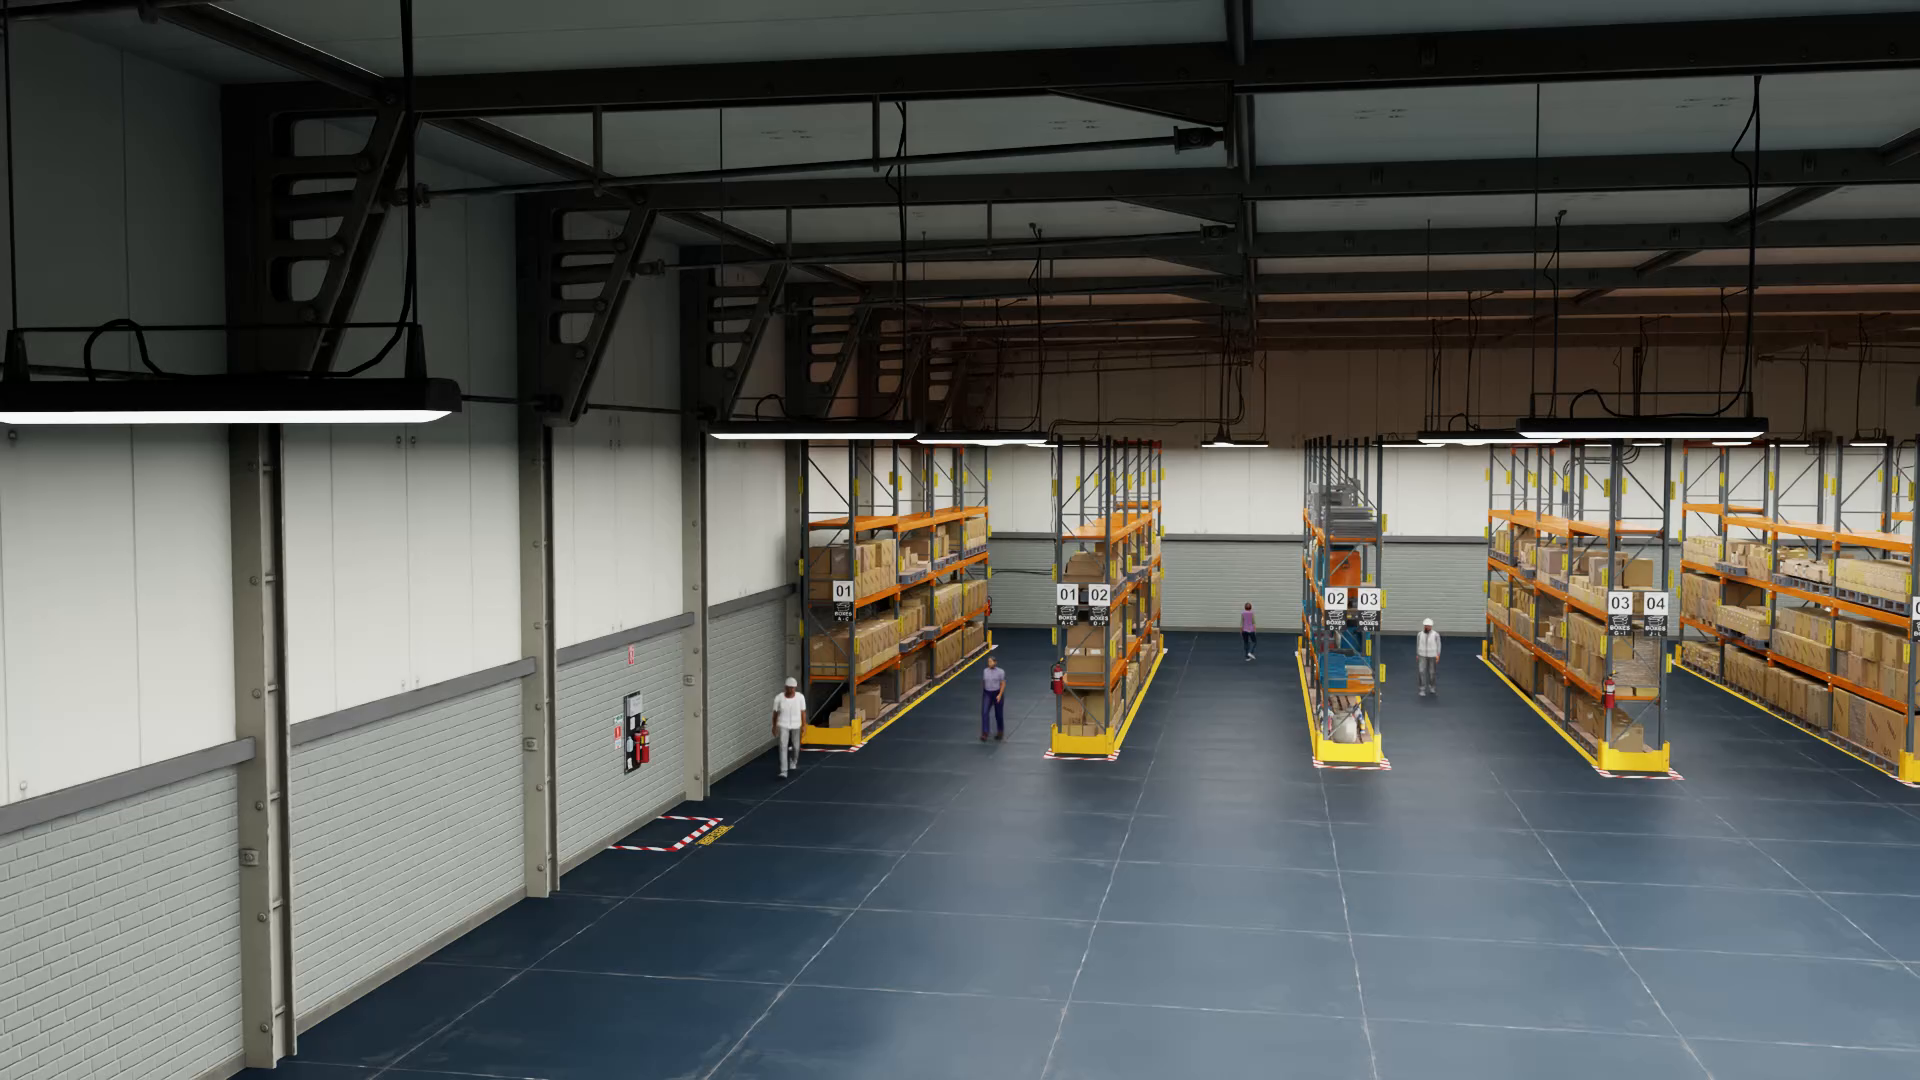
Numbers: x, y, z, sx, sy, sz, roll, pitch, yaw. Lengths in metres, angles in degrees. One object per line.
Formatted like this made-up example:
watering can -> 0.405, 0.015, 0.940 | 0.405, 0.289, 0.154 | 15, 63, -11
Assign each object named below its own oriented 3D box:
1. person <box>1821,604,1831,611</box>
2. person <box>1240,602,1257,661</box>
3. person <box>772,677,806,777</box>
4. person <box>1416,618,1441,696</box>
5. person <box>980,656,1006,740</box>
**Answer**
person -> 23.845, 2.427, 45.771 | 0.949, 1.618, 0.501 | 0, 3, -6
person -> 7.811, 2.491, 45.078 | 0.459, 1.595, 0.460 | 1, 3, 21
person -> -3.007, 3.281, 29.283 | 0.578, 1.741, 0.892 | -1, 3, -15
person -> 10.979, 2.738, 39.002 | 0.591, 1.799, 0.632 | 2, 3, 27
person -> 0.647, 3.114, 32.977 | 0.499, 1.614, 0.888 | 1, 3, 15
